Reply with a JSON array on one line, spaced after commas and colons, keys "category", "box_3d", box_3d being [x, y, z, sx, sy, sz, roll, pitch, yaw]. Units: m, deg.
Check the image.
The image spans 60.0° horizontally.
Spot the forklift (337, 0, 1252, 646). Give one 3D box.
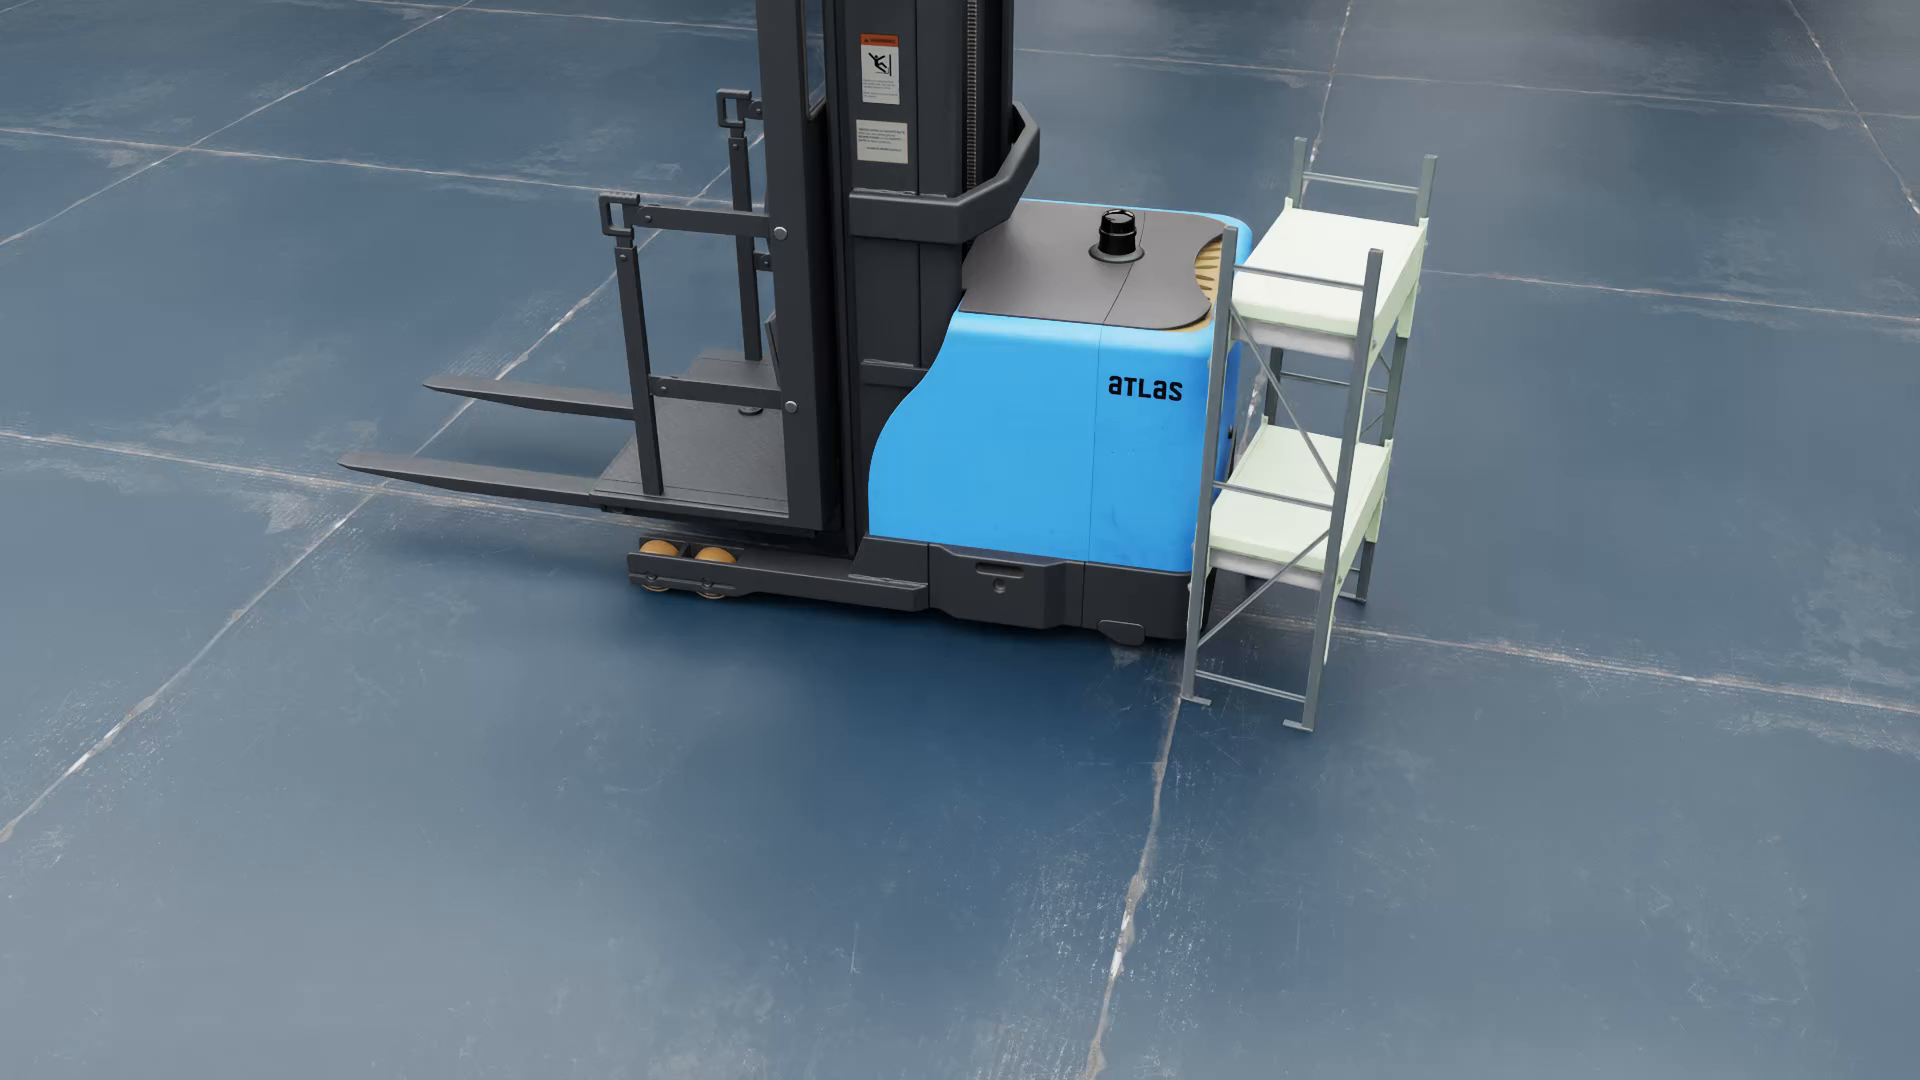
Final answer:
[{"category": "forklift", "box_3d": [-0.611, -1.312, 5.081, 3.031, 2.935, 1.130, 7, 33, 11]}]

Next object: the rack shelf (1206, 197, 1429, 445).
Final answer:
[{"category": "rack shelf", "box_3d": [0.998, -0.625, 4.608, 0.431, 0.370, 0.720, 13, 35, 20]}]

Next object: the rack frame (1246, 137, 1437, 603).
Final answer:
[{"category": "rack frame", "box_3d": [1.144, -0.476, 5.101, 0.400, 1.500, 0.023, 13, 35, 20]}]

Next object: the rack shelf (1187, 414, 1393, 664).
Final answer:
[{"category": "rack shelf", "box_3d": [0.998, -0.021, 4.993, 0.431, 0.370, 0.720, 13, 35, 20]}]

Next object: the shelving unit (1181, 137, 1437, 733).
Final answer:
[{"category": "shelving unit", "box_3d": [0.998, -0.296, 4.818, 0.431, 1.500, 0.755, 13, 35, 20]}]

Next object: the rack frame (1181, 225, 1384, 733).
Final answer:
[{"category": "rack frame", "box_3d": [0.851, -0.116, 4.535, 0.400, 1.500, 0.023, 13, 35, 20]}]
